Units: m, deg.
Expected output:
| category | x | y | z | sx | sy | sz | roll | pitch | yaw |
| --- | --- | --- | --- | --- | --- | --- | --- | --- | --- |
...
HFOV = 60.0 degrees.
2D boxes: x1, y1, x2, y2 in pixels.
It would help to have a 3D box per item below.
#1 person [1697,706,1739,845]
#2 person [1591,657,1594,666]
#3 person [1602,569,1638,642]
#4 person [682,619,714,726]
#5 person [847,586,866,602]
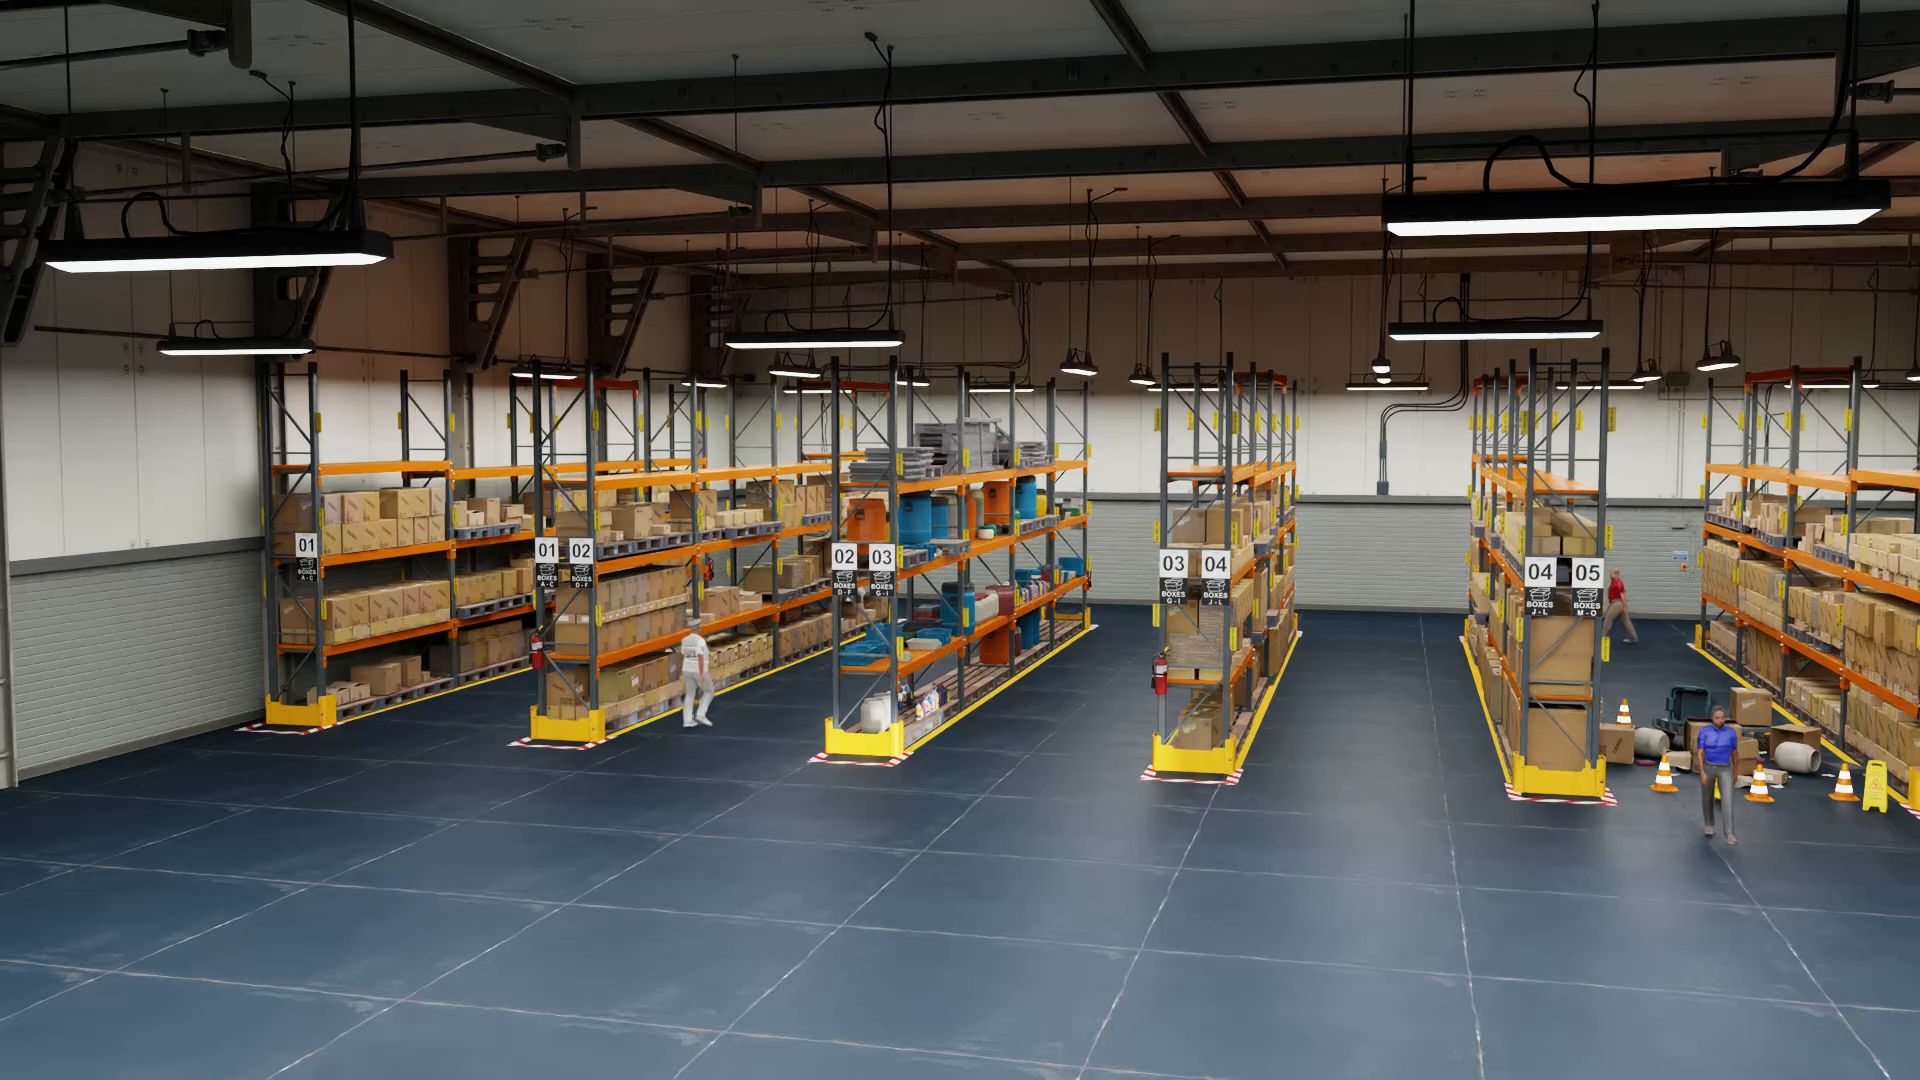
| category | x | y | z | sx | sy | sz | roll | pitch | yaw |
| --- | --- | --- | --- | --- | --- | --- | --- | --- | --- |
| person | 9.034 | 2.787 | 19.826 | 0.466 | 1.596 | 0.986 | 2 | 4 | 22 |
| person | 12.755 | 1.815 | 33.812 | 0.537 | 1.633 | 0.522 | 1 | 4 | 13 |
| person | 14.911 | 1.481 | 37.870 | 1.038 | 1.654 | 0.510 | 2 | 5 | 32 |
| person | -4.377 | 2.193 | 27.419 | 0.563 | 1.768 | 0.519 | 2 | 5 | 28 |
| person | -2.619 | 1.065 | 43.549 | 1.082 | 1.746 | 0.538 | 2 | 5 | 30 |
